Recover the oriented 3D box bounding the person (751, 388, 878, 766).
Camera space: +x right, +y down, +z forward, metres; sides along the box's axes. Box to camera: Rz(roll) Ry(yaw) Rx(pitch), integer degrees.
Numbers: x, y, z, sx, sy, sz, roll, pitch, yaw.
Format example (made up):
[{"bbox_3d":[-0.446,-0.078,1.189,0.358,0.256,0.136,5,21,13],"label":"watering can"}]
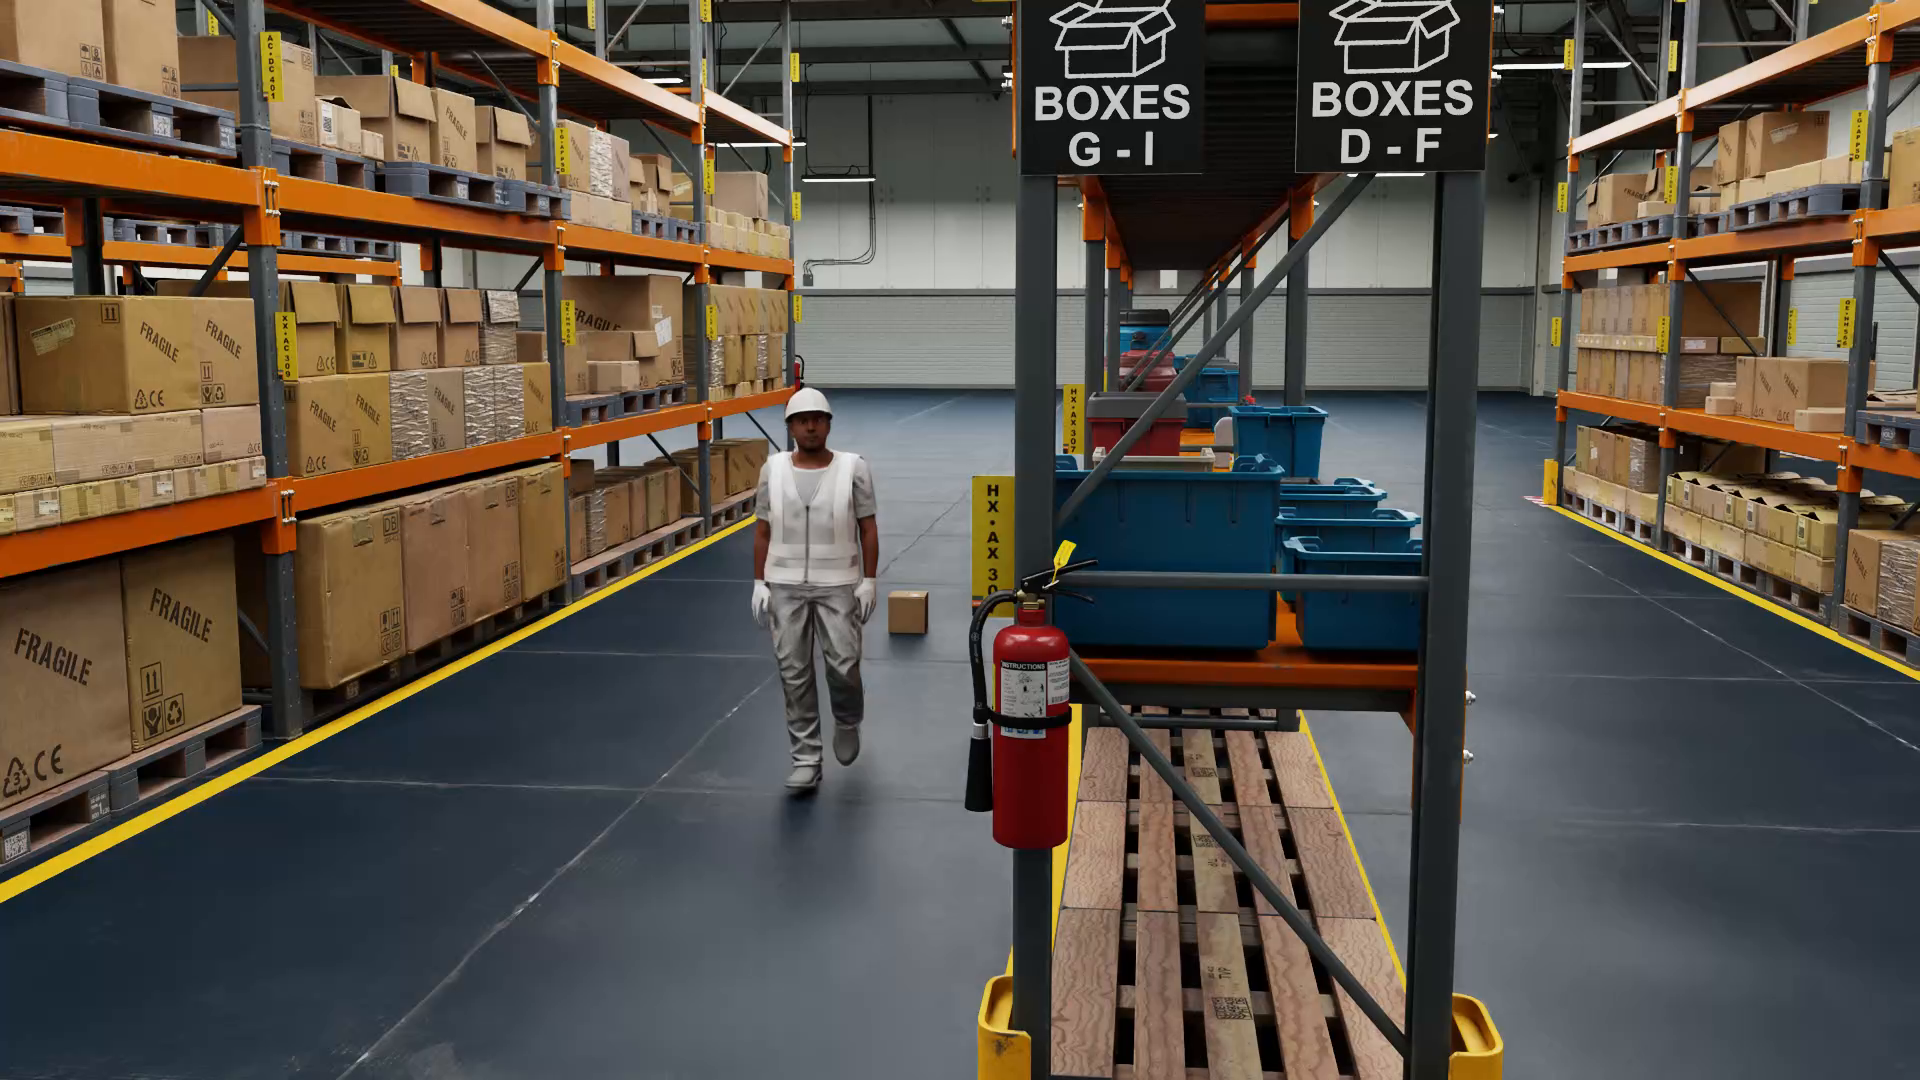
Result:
[{"bbox_3d":[-0.652,0.176,7.452,0.560,1.712,0.481,1,8,4],"label":"person"}]
